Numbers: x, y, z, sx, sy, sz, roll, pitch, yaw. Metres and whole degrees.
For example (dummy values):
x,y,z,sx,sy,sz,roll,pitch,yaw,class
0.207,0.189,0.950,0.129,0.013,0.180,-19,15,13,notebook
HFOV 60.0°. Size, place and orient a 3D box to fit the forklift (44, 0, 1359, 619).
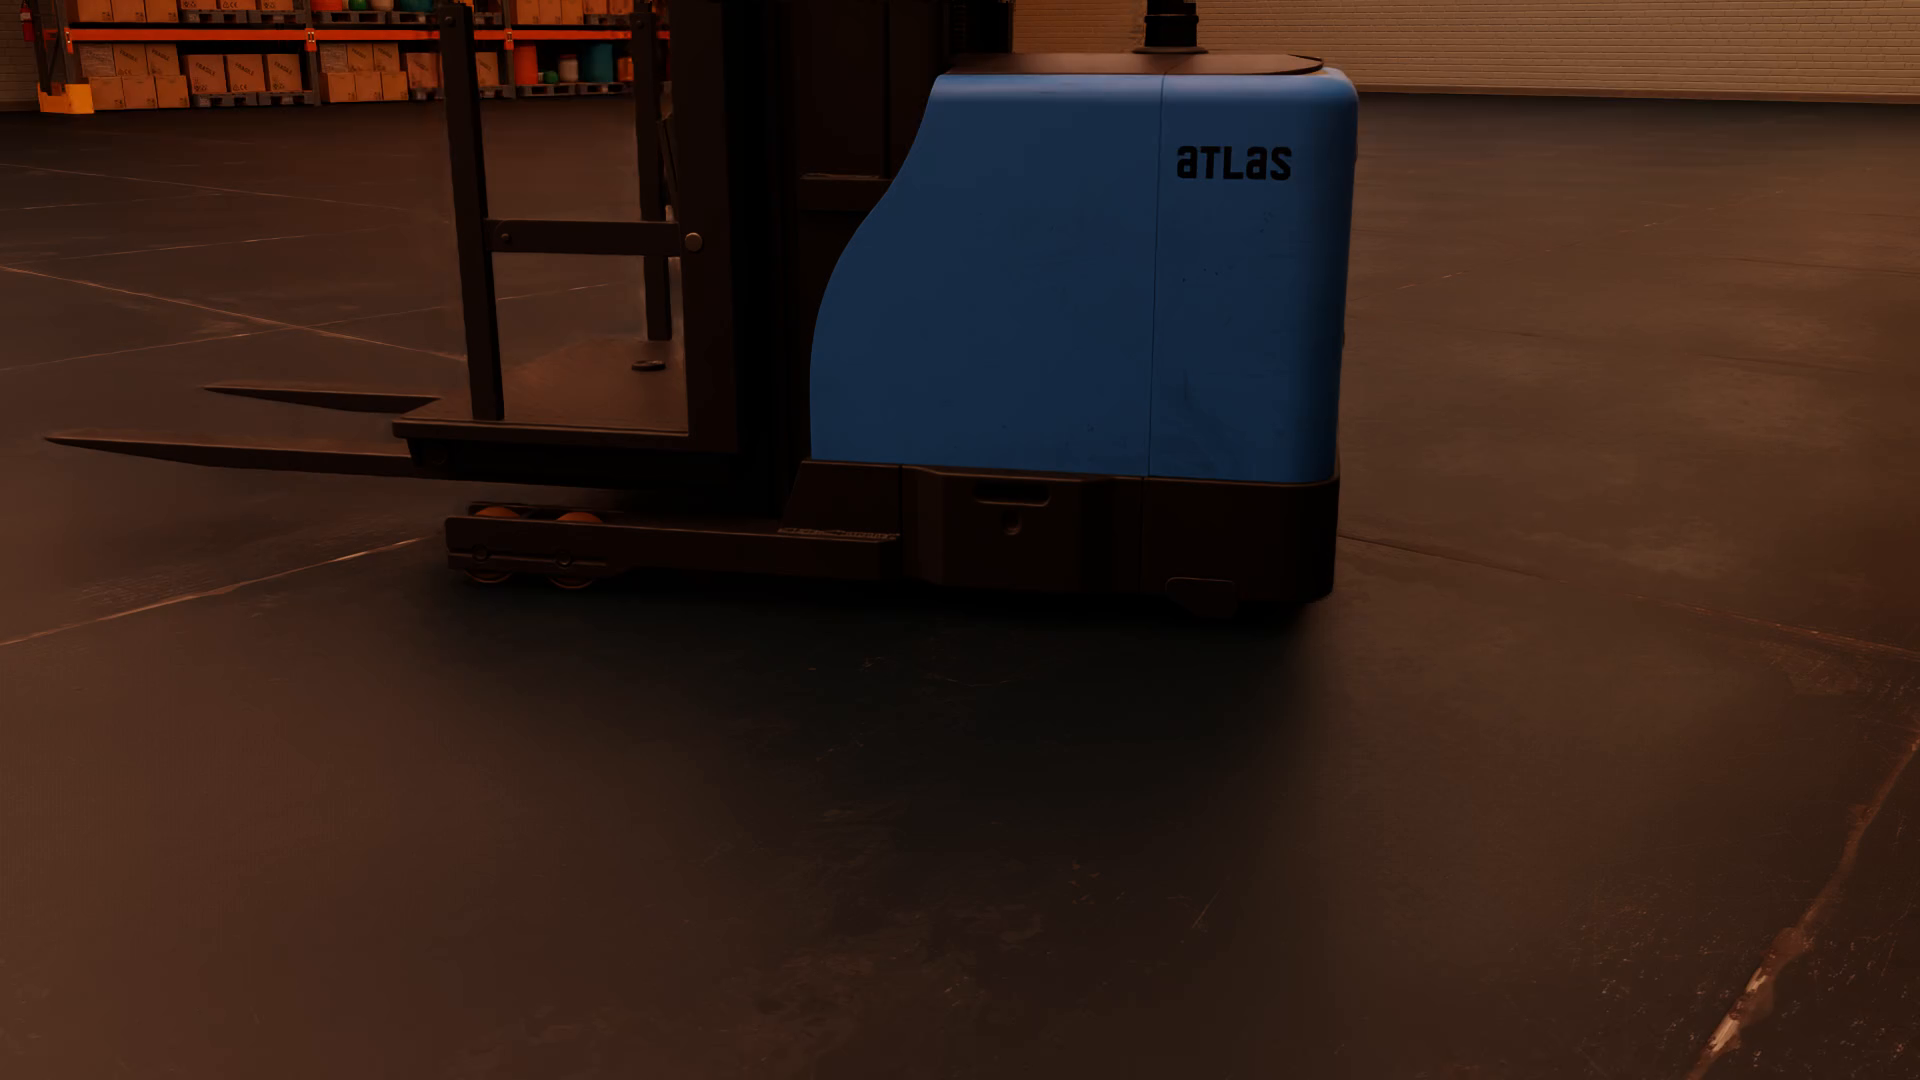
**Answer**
x,y,z,sx,sy,sz,roll,pitch,yaw,class
-0.647,-1.441,3.643,3.031,2.935,1.130,3,17,11,forklift
